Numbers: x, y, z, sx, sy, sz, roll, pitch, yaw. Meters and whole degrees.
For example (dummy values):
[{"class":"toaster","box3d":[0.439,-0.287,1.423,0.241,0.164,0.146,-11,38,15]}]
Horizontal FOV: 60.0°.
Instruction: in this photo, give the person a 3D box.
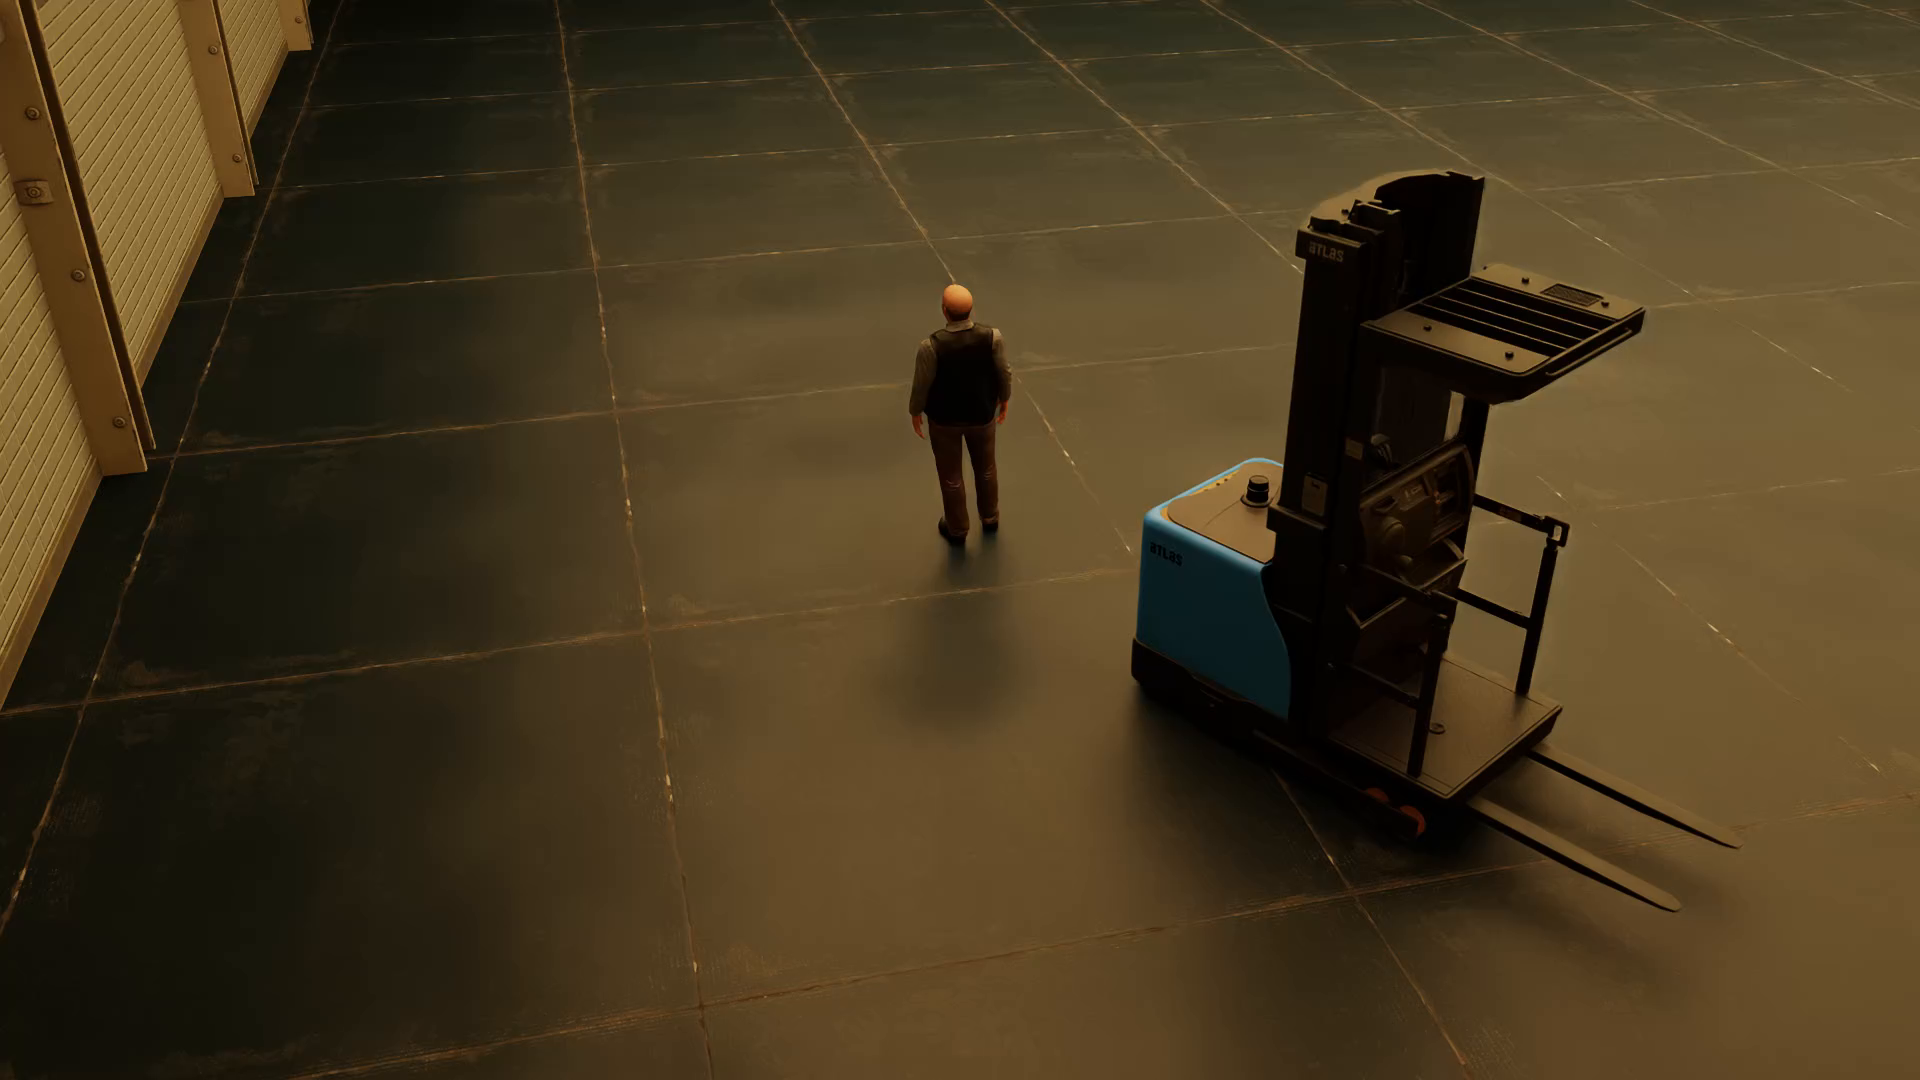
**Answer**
[{"class":"person","box3d":[-0.008,-0.782,10.120,0.633,1.722,0.566,-7,31,-12]}]

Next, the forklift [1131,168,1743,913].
[{"class":"forklift","box3d":[2.318,-0.115,7.772,1.130,2.935,3.031,-26,39,-37]}]
